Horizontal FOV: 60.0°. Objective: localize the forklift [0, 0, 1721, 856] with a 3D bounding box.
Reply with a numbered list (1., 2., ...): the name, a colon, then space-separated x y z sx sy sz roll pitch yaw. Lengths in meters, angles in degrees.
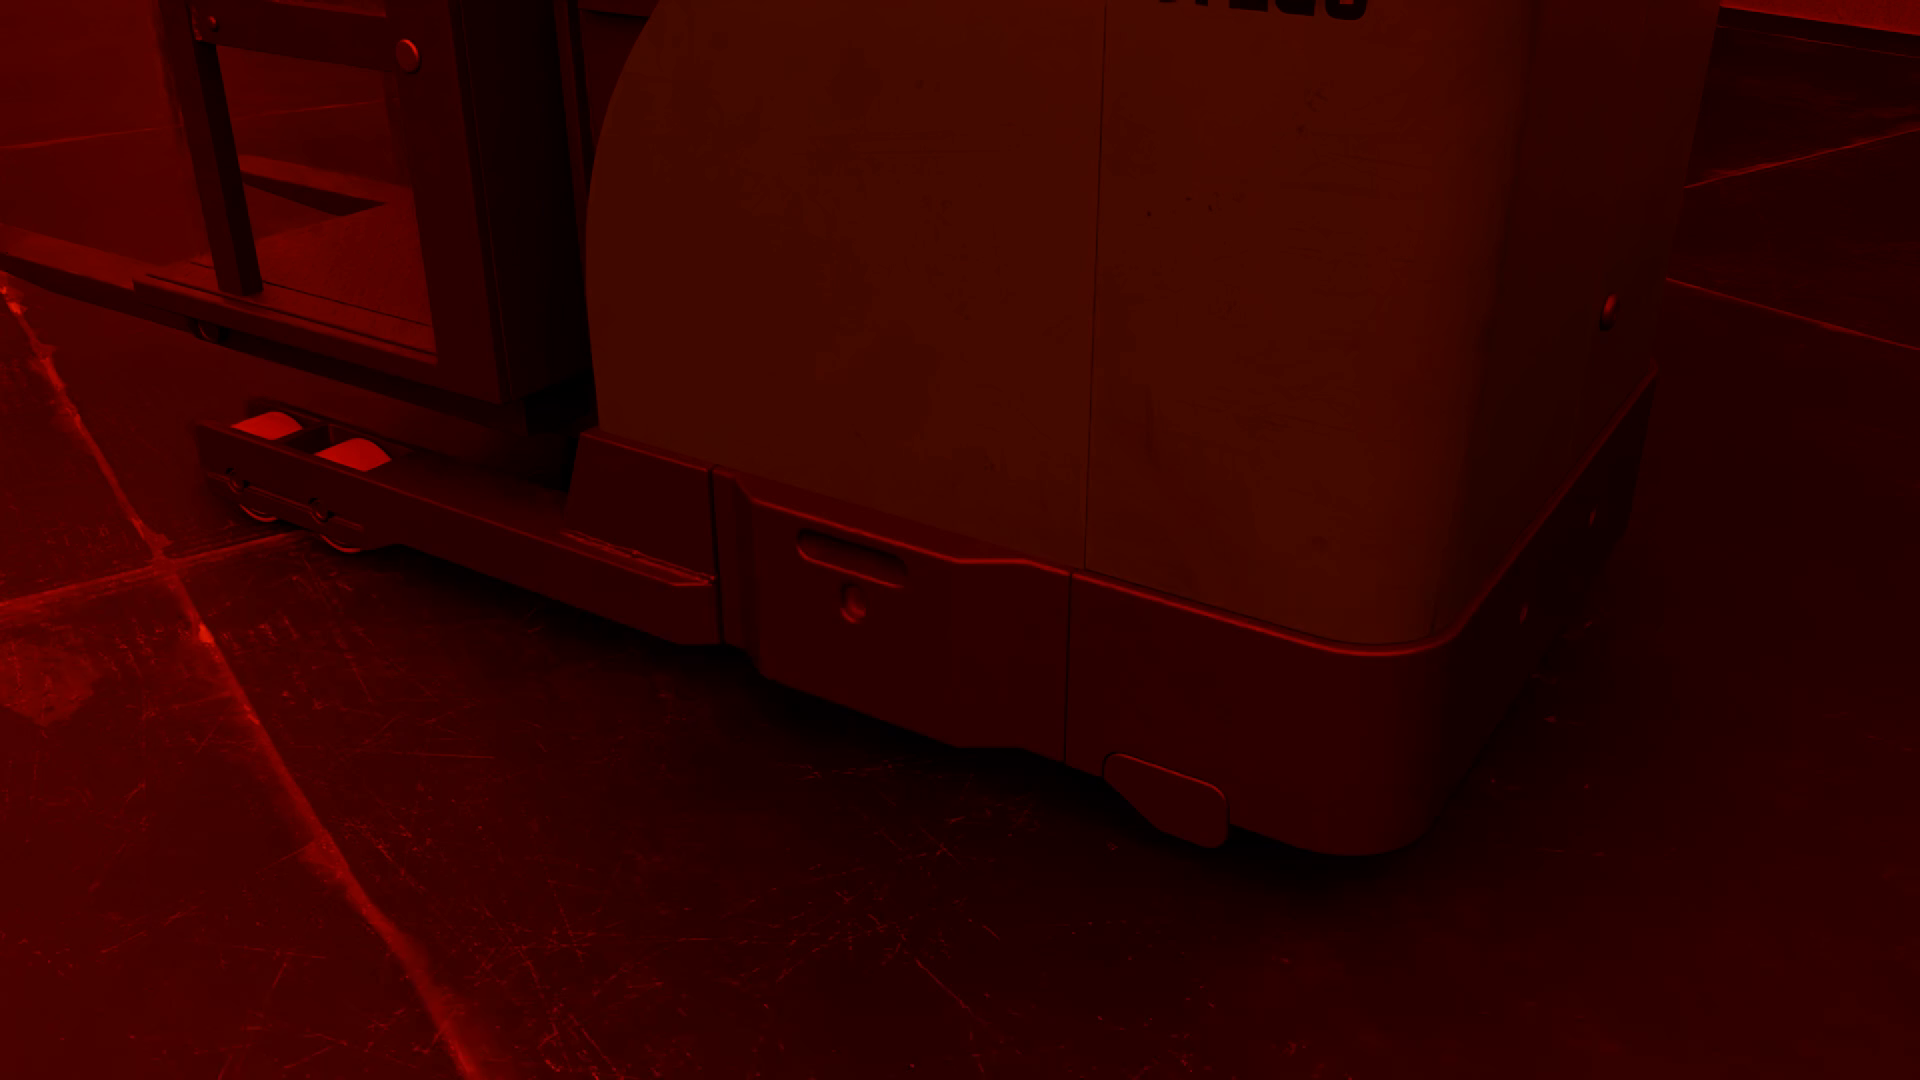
1. forklift: -0.553 -1.471 2.163 3.031 2.935 1.130 16 31 29
